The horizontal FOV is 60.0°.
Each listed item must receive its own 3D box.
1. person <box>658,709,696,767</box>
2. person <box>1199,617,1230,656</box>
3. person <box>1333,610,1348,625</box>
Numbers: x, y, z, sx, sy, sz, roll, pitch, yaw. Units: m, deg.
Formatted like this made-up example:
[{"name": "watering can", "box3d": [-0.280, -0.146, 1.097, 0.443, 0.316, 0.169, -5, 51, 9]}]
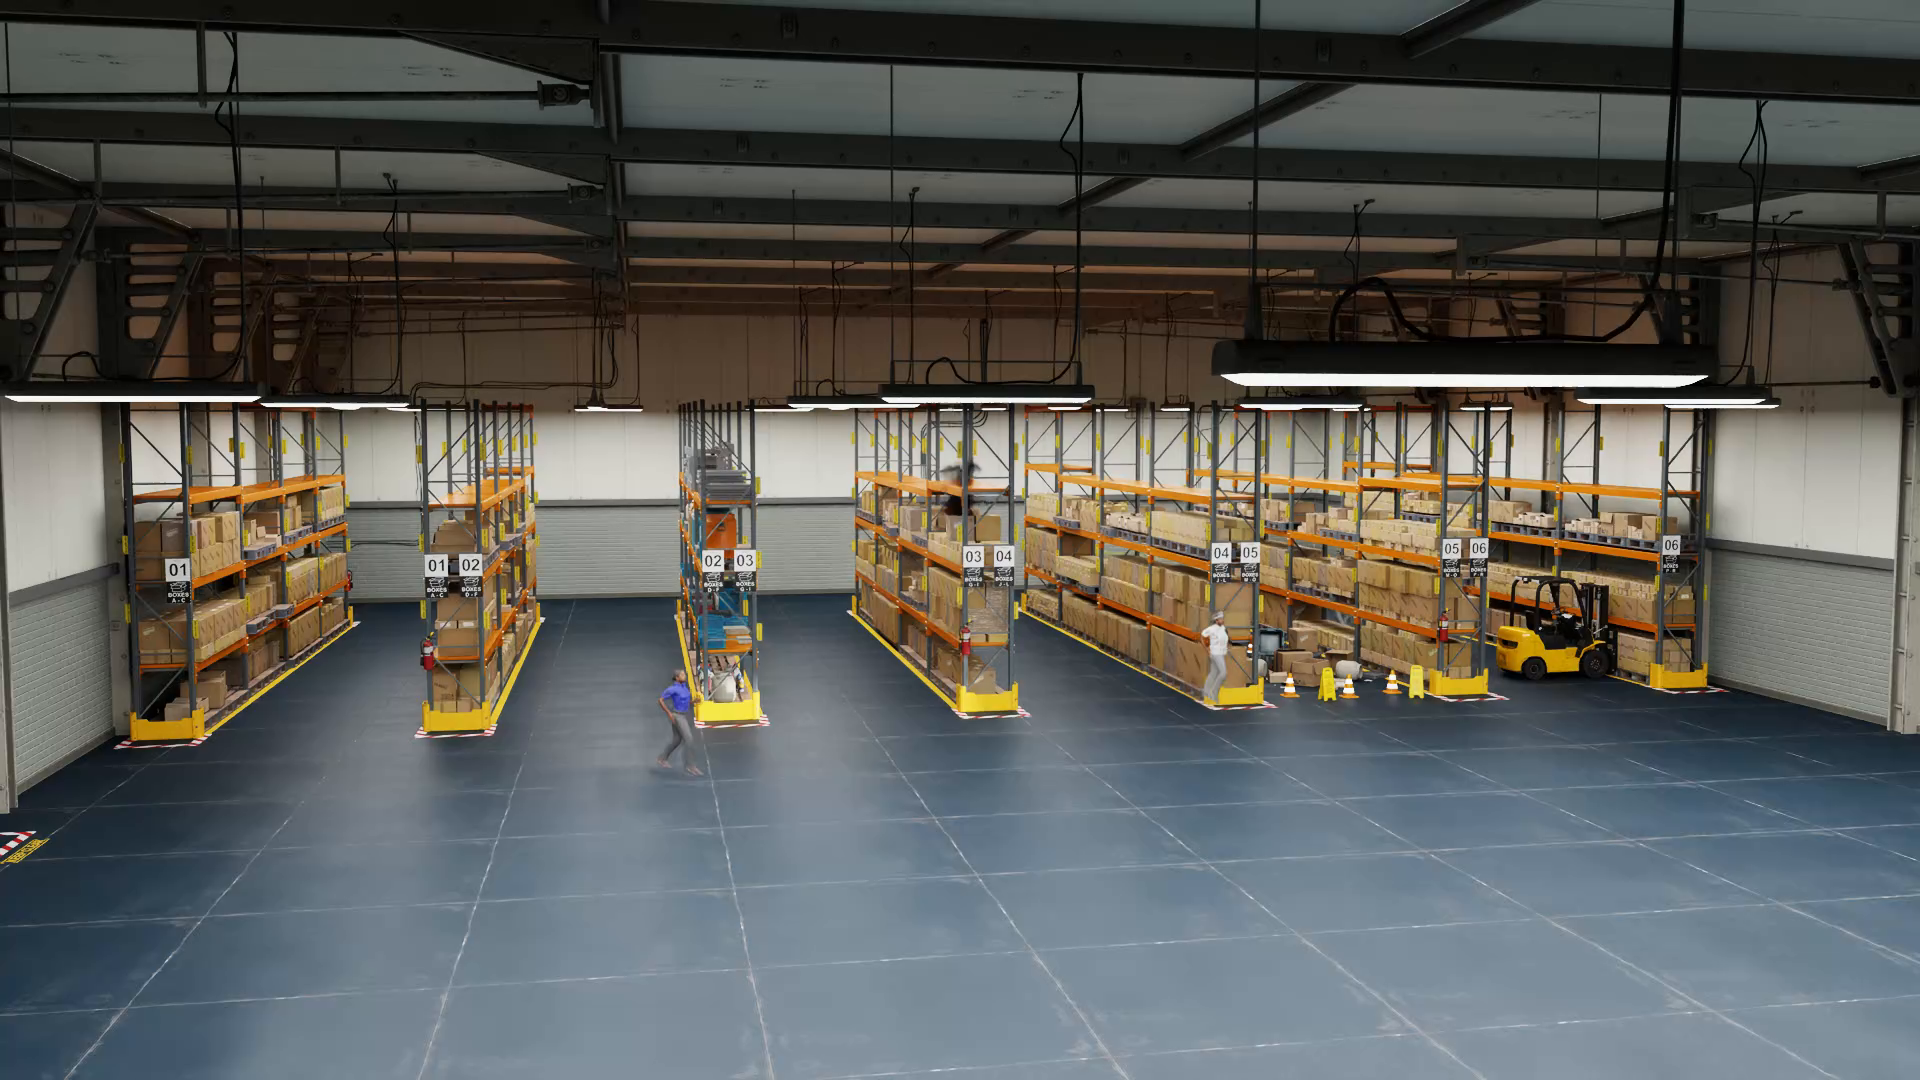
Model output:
[{"name": "person", "box3d": [-4.513, 3.129, 26.510, 0.703, 0.926, 0.372, 1, 4, 11]}, {"name": "person", "box3d": [4.911, 1.797, 31.635, 0.547, 0.795, 0.567, 3, 5, 36]}, {"name": "person", "box3d": [10.172, 1.599, 44.663, 0.387, 1.503, 0.587, -2, 5, -21]}]
